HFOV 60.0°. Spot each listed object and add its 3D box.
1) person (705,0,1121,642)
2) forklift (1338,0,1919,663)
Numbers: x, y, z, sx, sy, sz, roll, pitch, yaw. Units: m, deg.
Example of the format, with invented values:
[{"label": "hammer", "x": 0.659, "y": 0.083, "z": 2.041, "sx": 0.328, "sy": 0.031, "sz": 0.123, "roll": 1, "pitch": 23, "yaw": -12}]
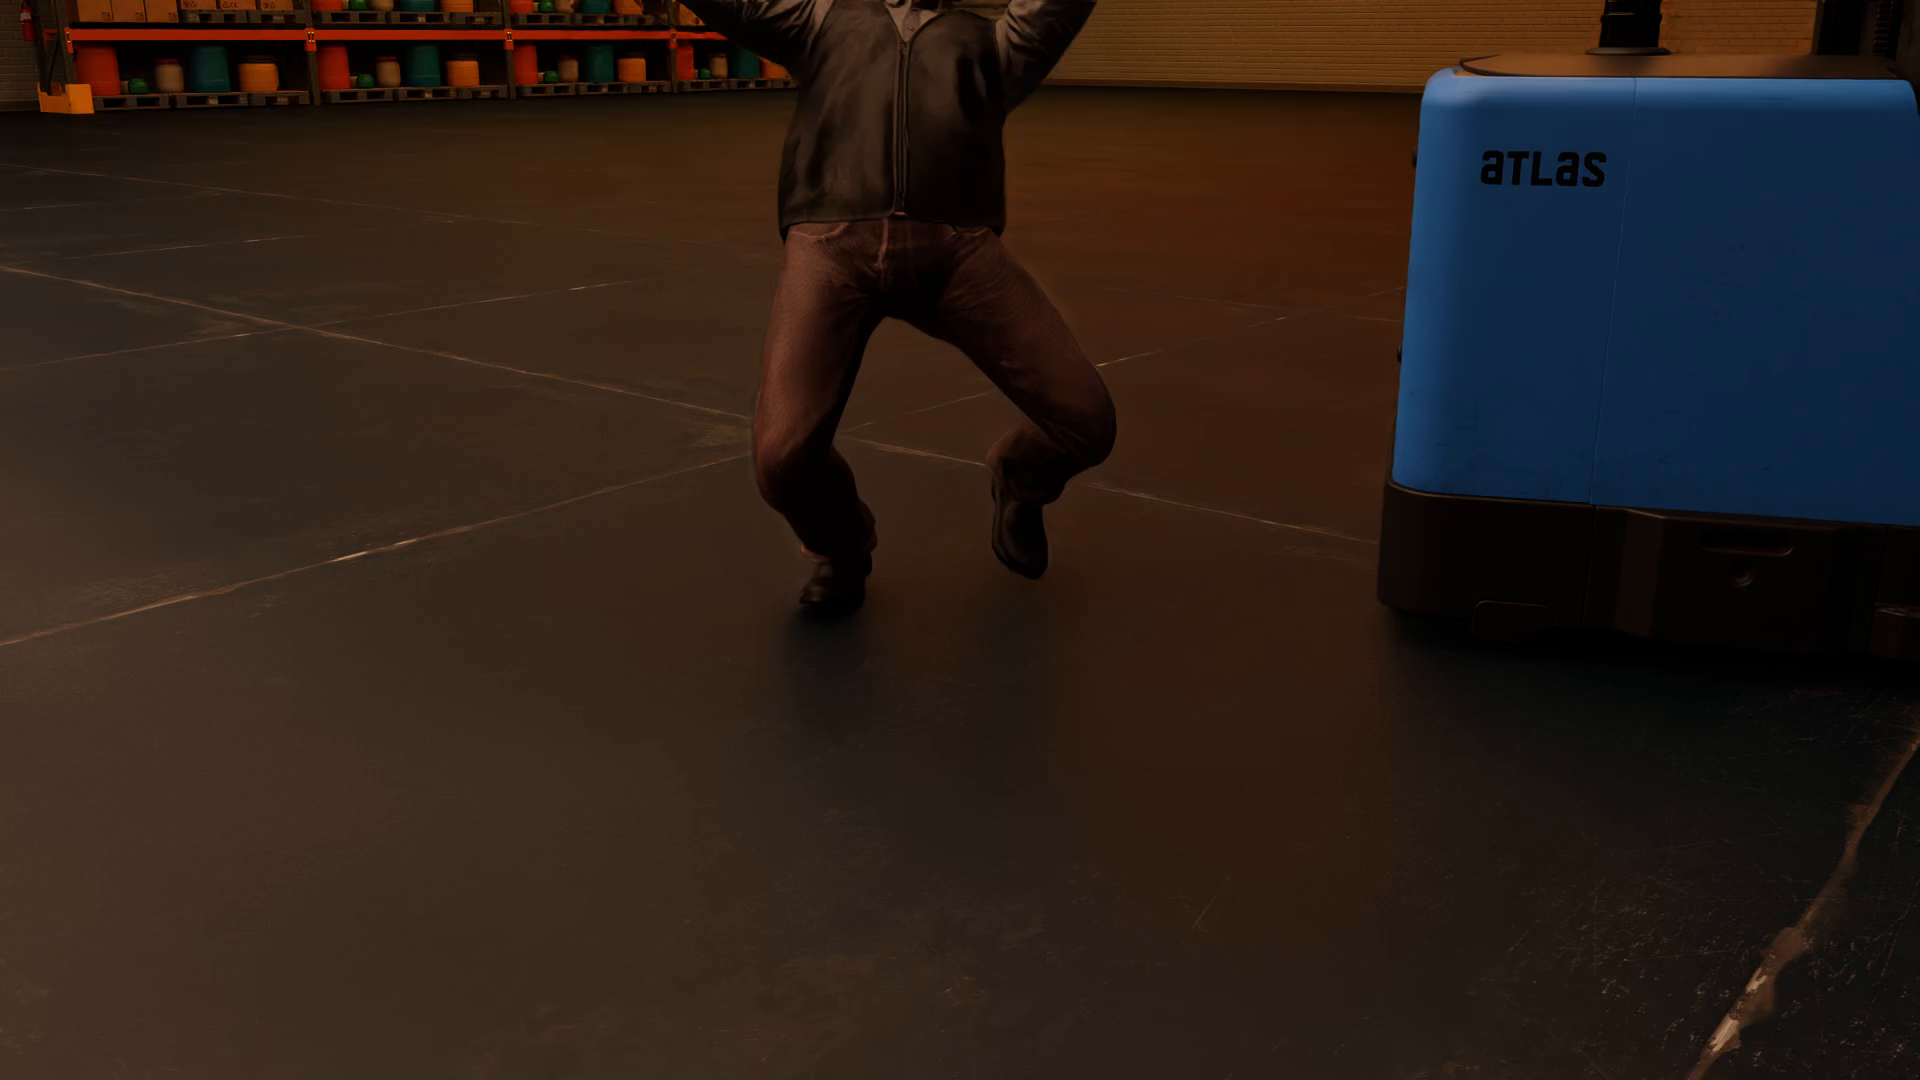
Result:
[{"label": "person", "x": 0.022, "y": -0.599, "z": 3.174, "sx": 1.016, "sy": 1.631, "sz": 0.788, "roll": -1, "pitch": 17, "yaw": -4}, {"label": "forklift", "x": 2.336, "y": -1.230, "z": 2.950, "sx": 3.031, "sy": 2.935, "sz": 1.130, "roll": 5, "pitch": 17, "yaw": 15}]
